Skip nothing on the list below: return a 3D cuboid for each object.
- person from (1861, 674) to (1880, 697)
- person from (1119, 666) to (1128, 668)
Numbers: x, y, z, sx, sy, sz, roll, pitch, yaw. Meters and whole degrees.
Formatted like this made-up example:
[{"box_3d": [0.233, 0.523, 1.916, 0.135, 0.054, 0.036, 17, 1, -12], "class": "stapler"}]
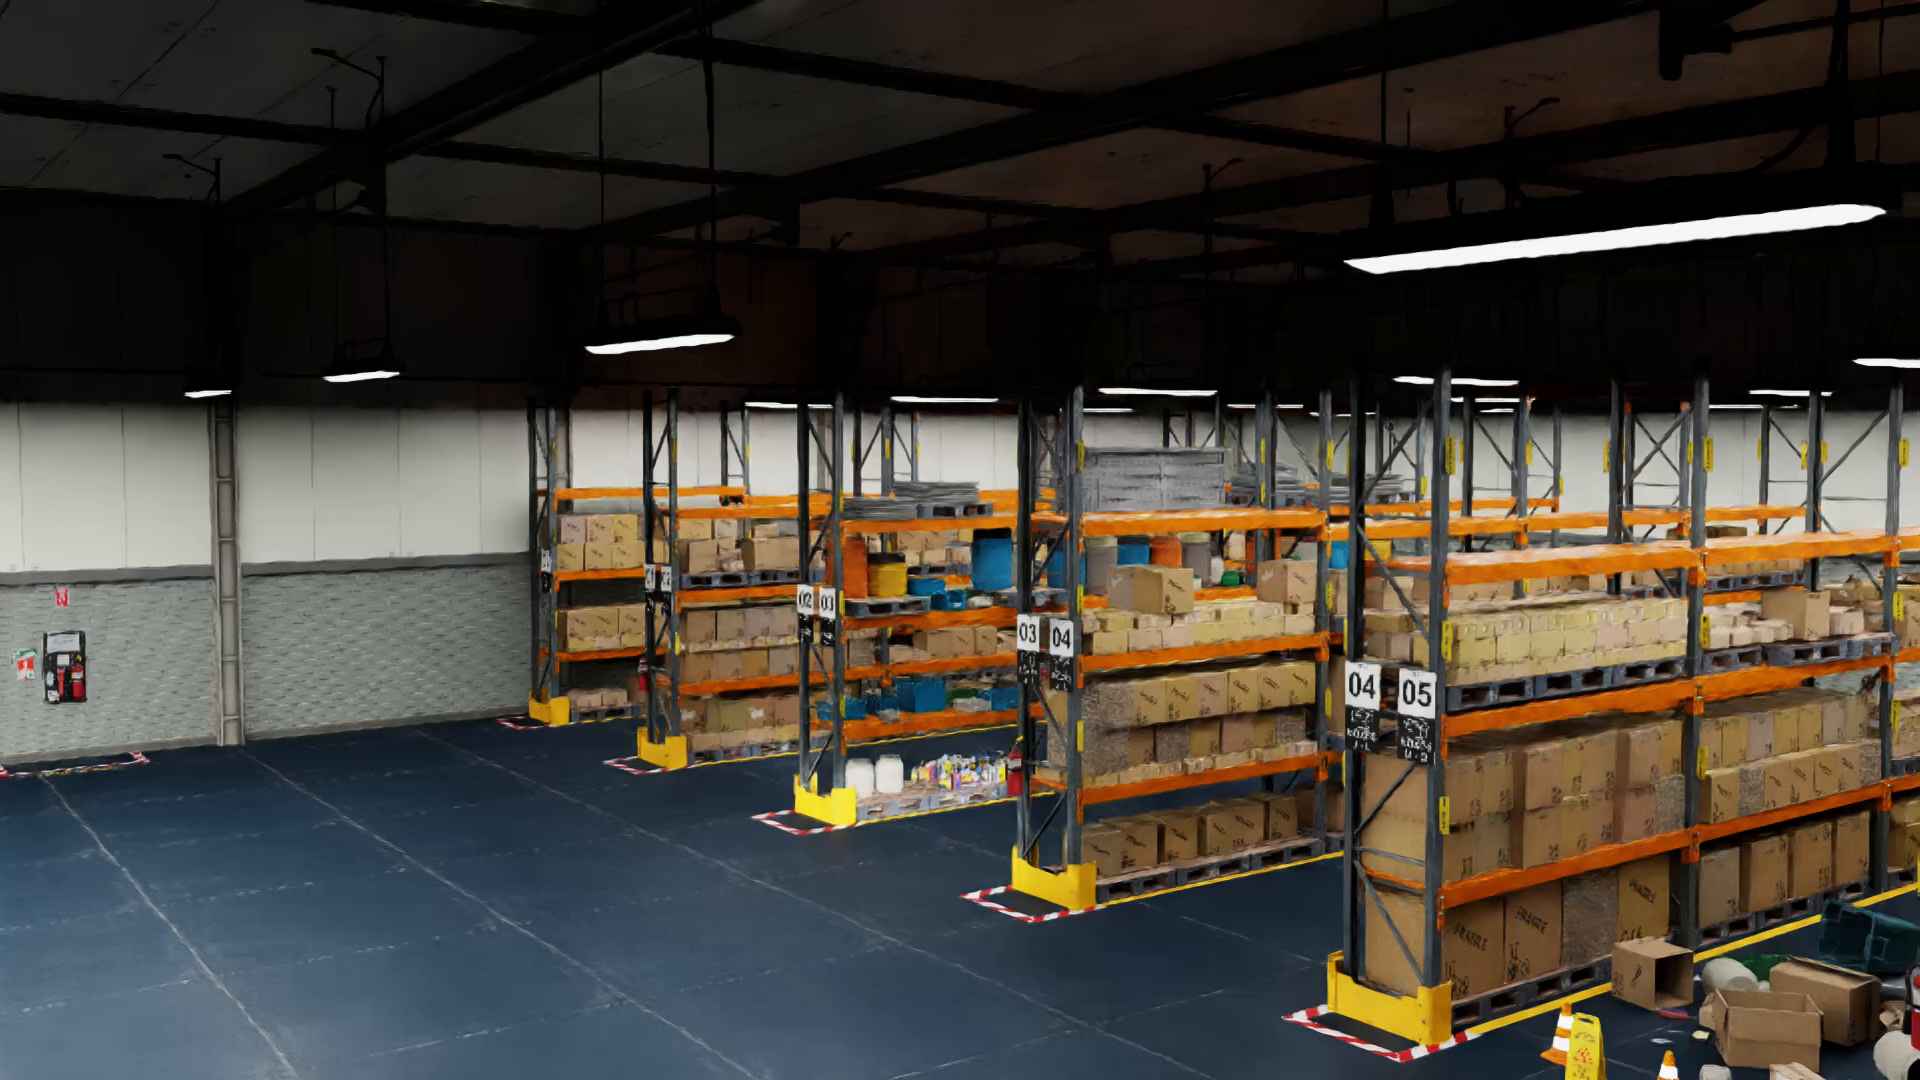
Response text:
[{"box_3d": [14.312, 2.853, 26.101, 1.034, 1.525, 0.417, -3, 4, -37], "class": "person"}, {"box_3d": [2.930, 2.548, 30.433, 0.997, 1.621, 0.502, -3, 4, -37], "class": "person"}]
